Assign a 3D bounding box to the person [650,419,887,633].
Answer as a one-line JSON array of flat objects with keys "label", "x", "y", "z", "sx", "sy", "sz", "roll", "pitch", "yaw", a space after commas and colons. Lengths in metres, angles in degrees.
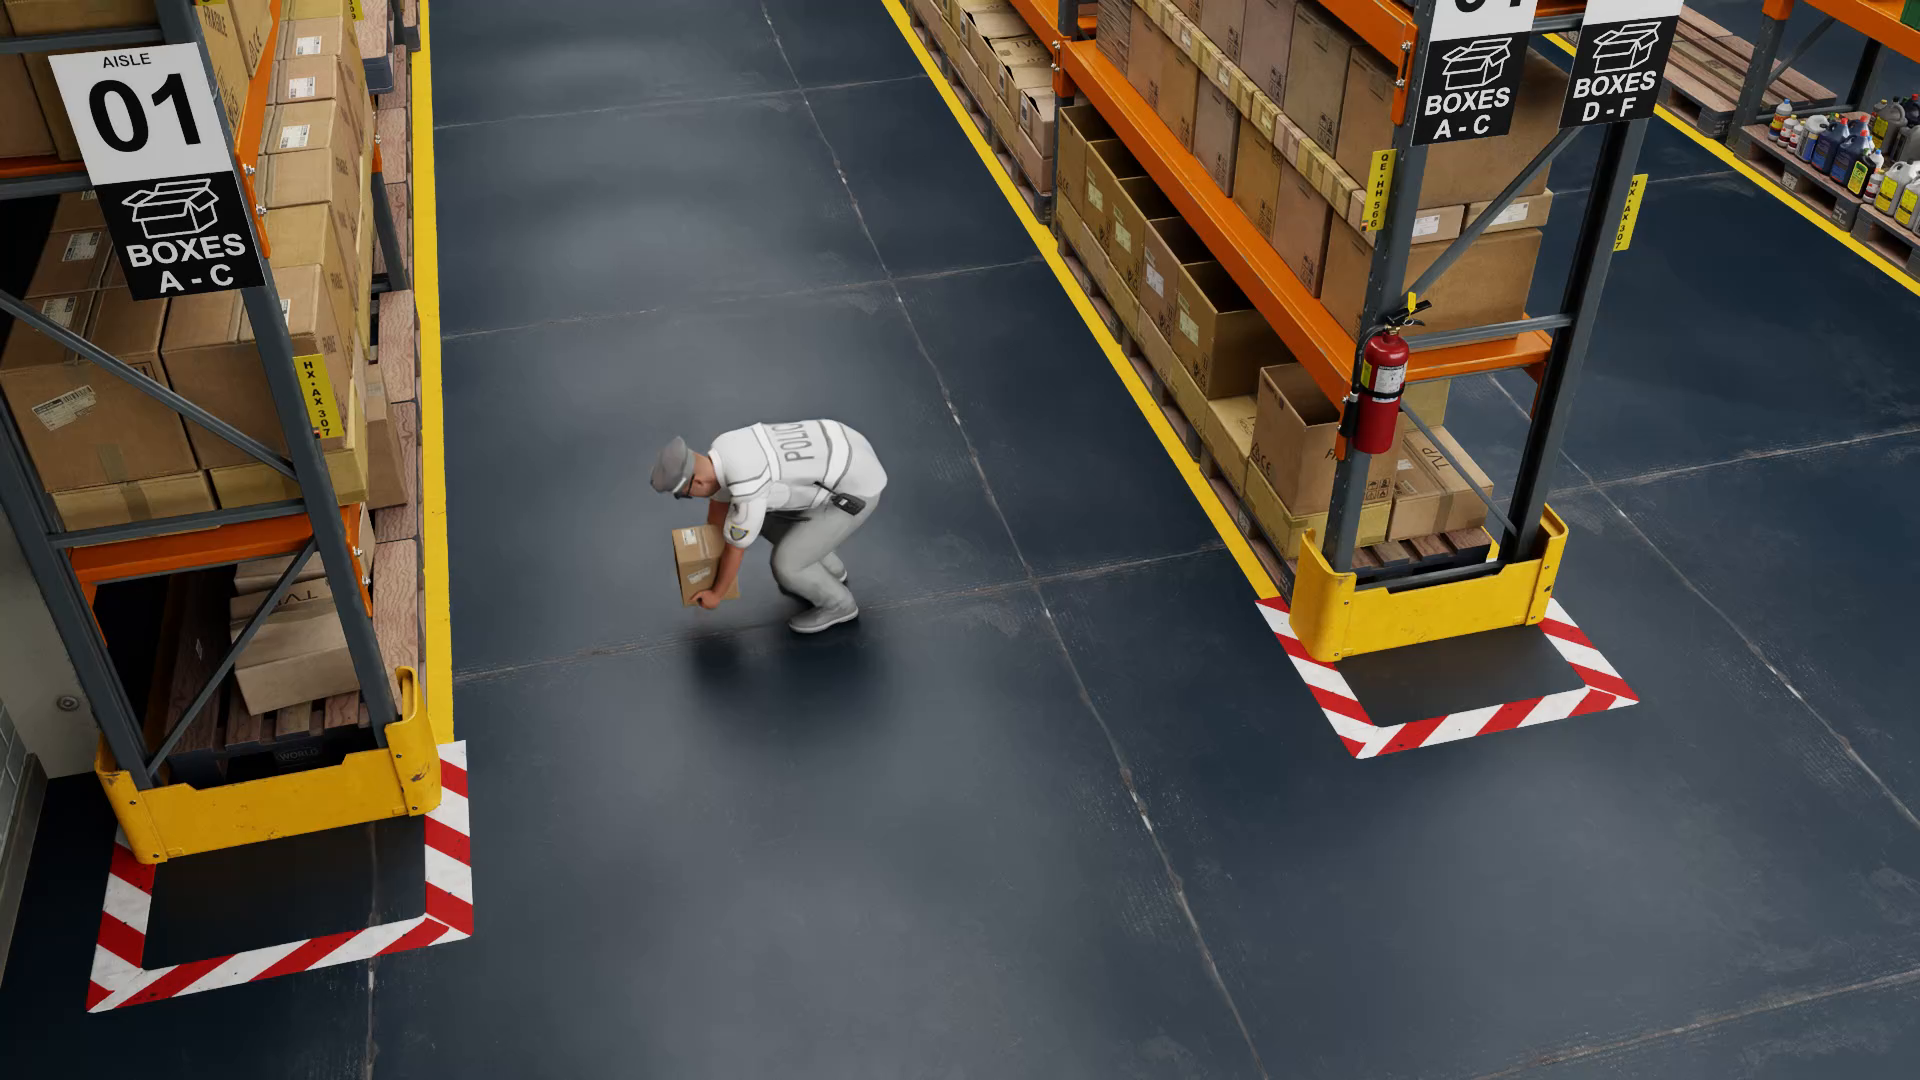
[{"label": "person", "x": -0.835, "y": -0.079, "z": 7.402, "sx": 1.022, "sy": 1.029, "sz": 0.544, "roll": -11, "pitch": 39, "yaw": -14}]
